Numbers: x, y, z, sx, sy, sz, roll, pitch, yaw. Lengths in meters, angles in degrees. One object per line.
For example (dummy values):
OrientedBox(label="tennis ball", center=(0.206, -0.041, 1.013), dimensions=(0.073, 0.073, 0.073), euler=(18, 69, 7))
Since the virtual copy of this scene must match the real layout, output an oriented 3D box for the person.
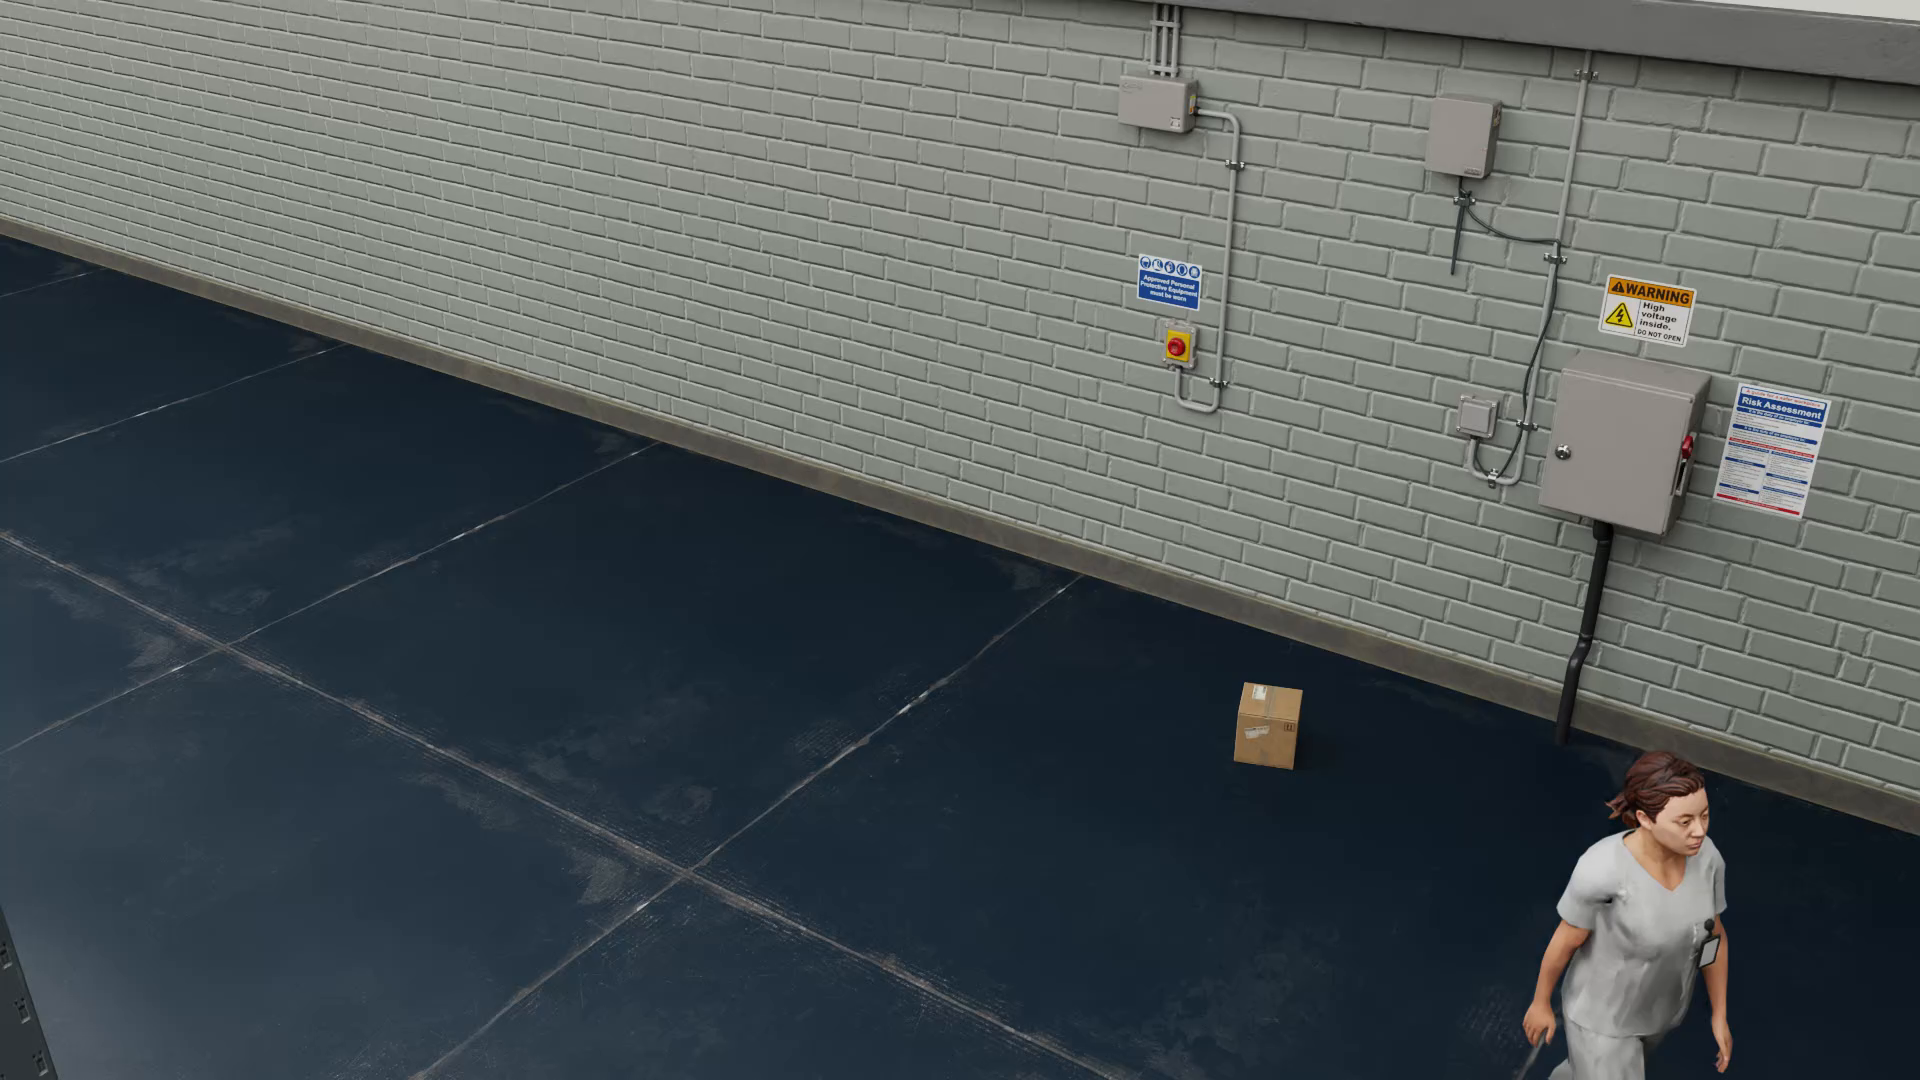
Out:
OrientedBox(label="person", center=(1.856, 1.329, 4.500), dimensions=(0.466, 1.654, 0.832), euler=(-9, 29, -18))
